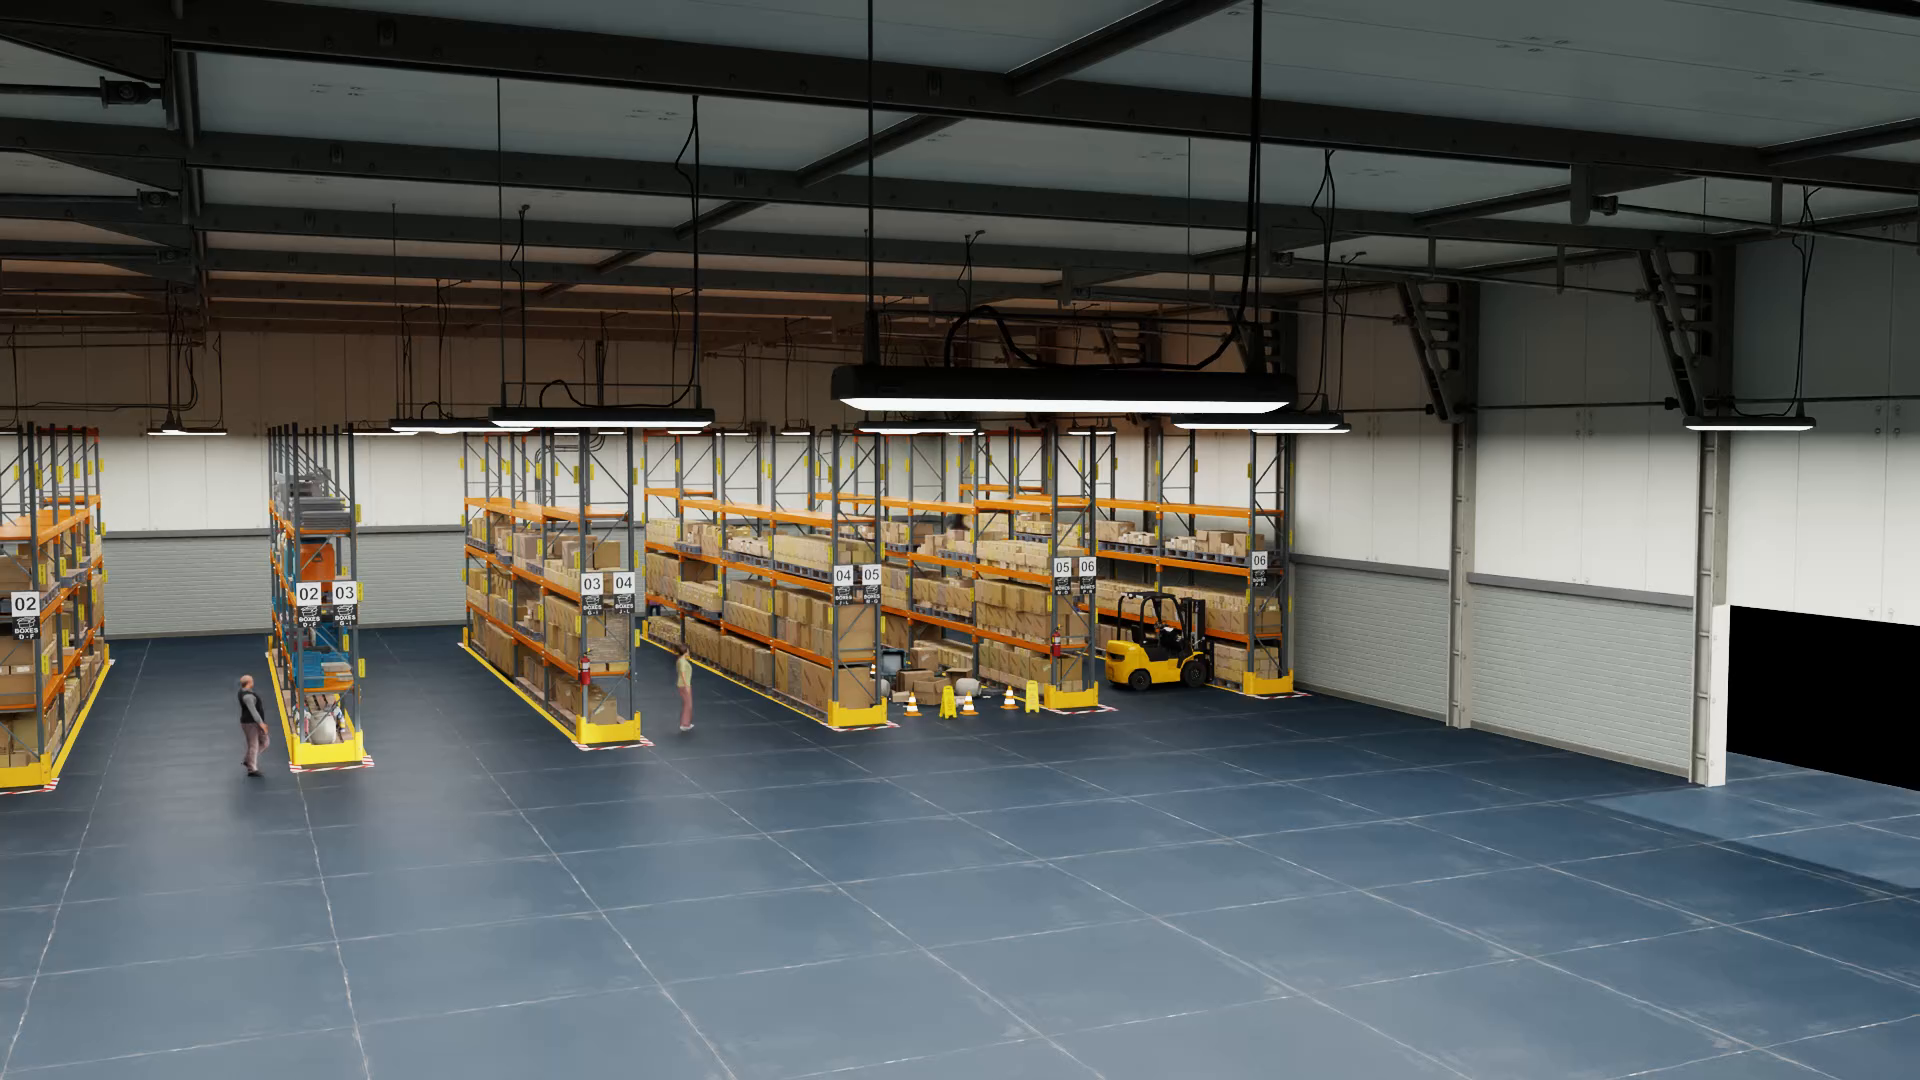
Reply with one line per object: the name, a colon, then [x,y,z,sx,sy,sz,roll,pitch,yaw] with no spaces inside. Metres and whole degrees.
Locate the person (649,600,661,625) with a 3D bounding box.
person: [-9.003,1.943,48.981,0.518,1.589,0.379,0,3,-5]

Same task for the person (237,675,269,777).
person: [-11.999,3.145,28.274,0.546,1.724,0.614,-1,4,-10]

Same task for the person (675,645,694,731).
person: [-5.424,2.927,32.790,0.354,1.724,0.487,0,4,-6]

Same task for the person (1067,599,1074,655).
person: [2.758,2.278,42.938,0.428,1.645,0.553,0,3,-2]
